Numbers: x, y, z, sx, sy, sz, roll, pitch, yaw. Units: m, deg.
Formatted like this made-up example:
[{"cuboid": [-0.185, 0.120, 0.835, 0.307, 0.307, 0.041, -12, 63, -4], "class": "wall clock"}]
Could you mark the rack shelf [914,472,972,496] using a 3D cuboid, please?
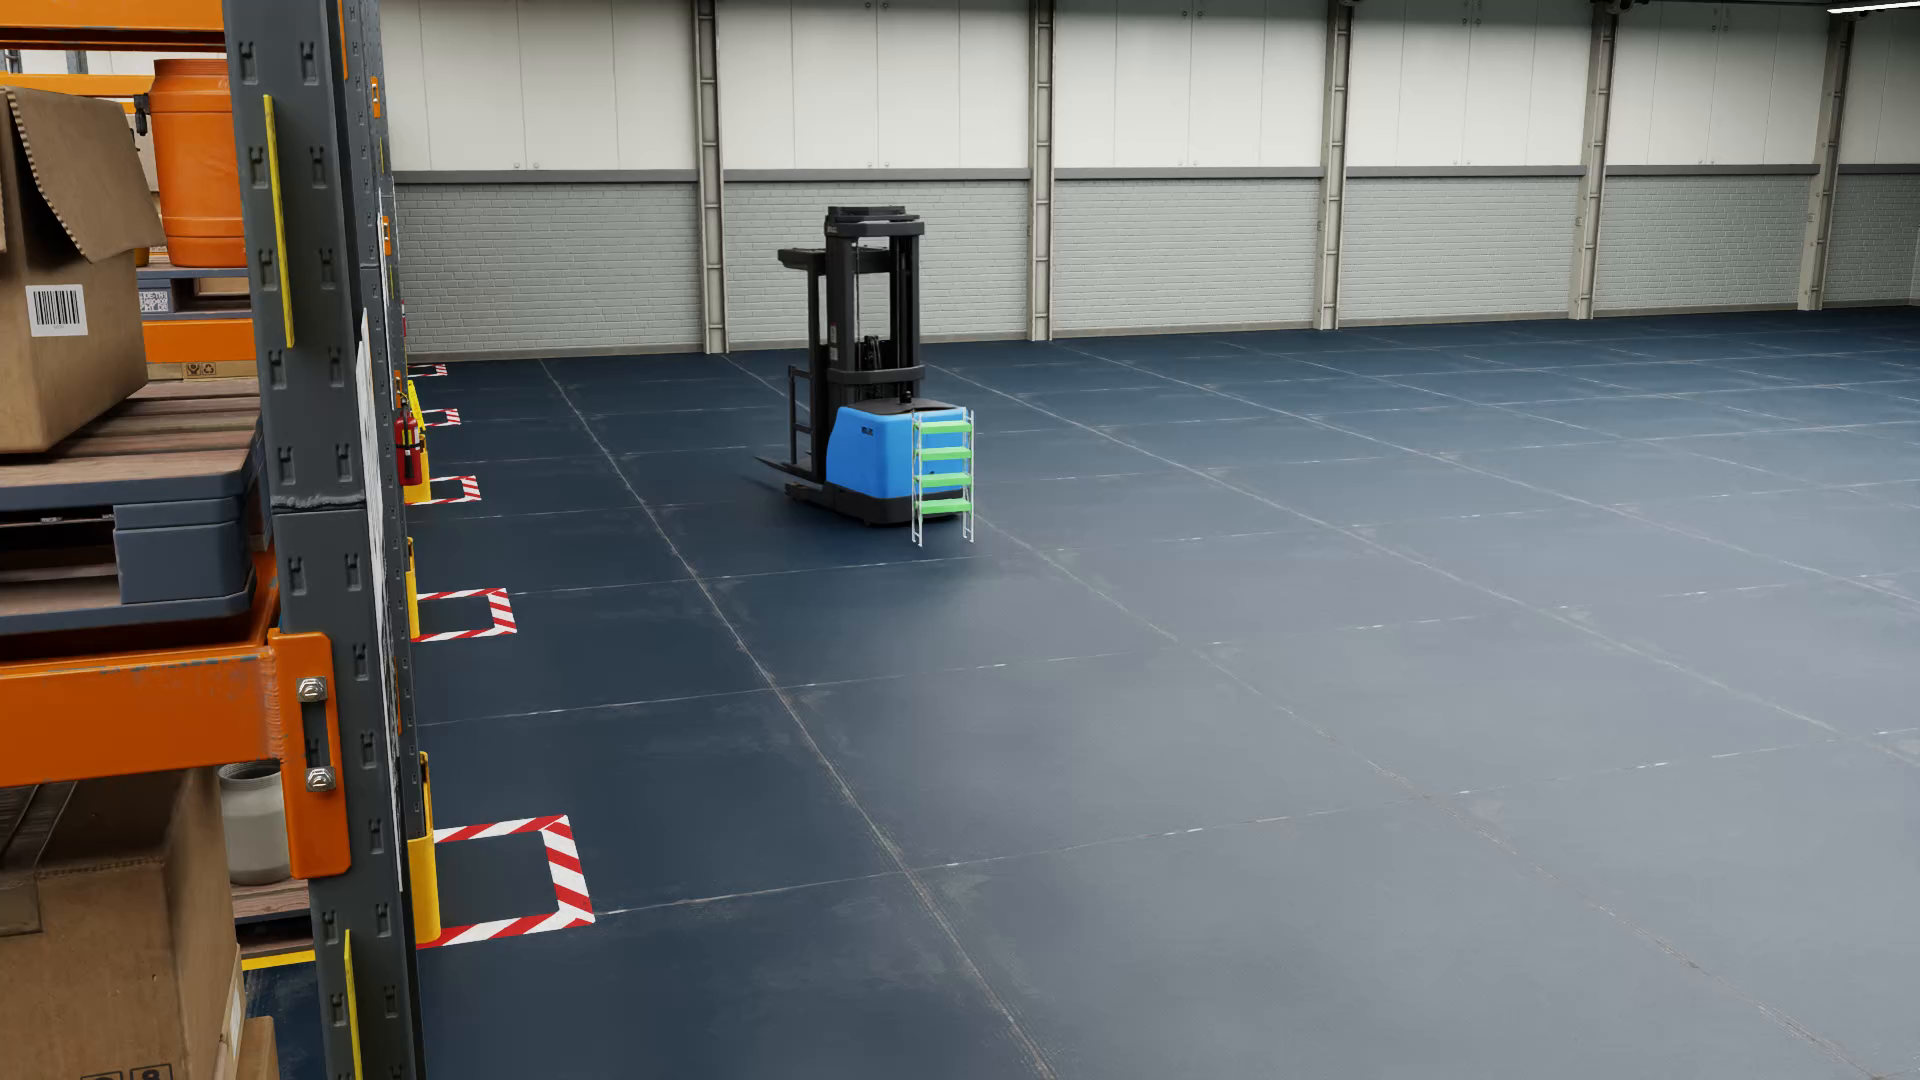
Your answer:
[{"cuboid": [-0.157, -0.509, 14.967, 0.480, 0.148, 0.258, -4, 14, -18], "class": "rack shelf"}]

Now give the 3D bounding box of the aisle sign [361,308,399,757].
[{"cuboid": [-1.099, -0.027, 3.156, 0.004, 0.787, 0.394, -4, 14, -18], "class": "aisle sign"}]

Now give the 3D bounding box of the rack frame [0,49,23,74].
[{"cuboid": [-11.171, -5.660, 19.492, 0.127, 3.000, 1.000, -4, 14, -18], "class": "rack frame"}]

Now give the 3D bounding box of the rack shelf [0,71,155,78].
[{"cuboid": [-9.276, -5.456, 20.196, 4.000, 0.370, 1.077, -4, 14, -18], "class": "rack shelf"}]

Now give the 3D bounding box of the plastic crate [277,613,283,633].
[{"cuboid": [-3.019, 0.398, 7.309, 0.616, 0.251, 0.499, -4, 14, -18], "class": "plastic crate"}]

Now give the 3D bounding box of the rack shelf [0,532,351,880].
[{"cuboid": [-2.959, 0.348, 2.270, 4.000, 0.370, 1.077, -4, 14, -18], "class": "rack shelf"}]

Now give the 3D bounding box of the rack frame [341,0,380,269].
[{"cuboid": [-2.640, -2.695, 7.028, 0.127, 3.000, 1.000, -4, 14, -18], "class": "rack frame"}]

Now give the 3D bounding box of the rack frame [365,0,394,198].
[{"cuboid": [-5.706, -4.877, 16.200, 0.127, 3.000, 1.000, -4, 14, -18], "class": "rack frame"}]

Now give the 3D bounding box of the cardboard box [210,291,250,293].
[{"cuboid": [-5.304, -1.527, 12.060, 0.500, 0.500, 0.500, -4, 14, -18], "class": "cardboard box"}]

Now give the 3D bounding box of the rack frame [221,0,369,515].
[{"cuboid": [-1.063, -1.609, 2.460, 0.127, 3.000, 1.000, -4, 14, -18], "class": "rack frame"}]

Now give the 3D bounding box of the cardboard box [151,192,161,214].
[{"cuboid": [-5.396, -2.302, 11.319, 0.250, 0.149, 0.380, -4, 14, -17], "class": "cardboard box"}]

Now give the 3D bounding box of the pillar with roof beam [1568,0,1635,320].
[{"cuboid": [14.206, -8.017, 29.401, 0.548, 9.000, 9.100, -4, 14, -18], "class": "pillar with roof beam"}]

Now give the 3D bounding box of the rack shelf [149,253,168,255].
[{"cuboid": [-6.115, -1.825, 11.405, 4.000, 0.370, 1.077, -4, 14, -18], "class": "rack shelf"}]

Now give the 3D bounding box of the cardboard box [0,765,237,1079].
[{"cuboid": [-1.560, 0.666, 2.843, 0.500, 0.500, 0.700, -4, 14, -18], "class": "cardboard box"}]

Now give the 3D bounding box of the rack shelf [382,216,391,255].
[{"cuboid": [-7.601, -2.920, 16.010, 4.000, 0.370, 1.077, -4, 14, -18], "class": "rack shelf"}]

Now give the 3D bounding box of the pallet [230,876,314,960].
[{"cuboid": [-3.468, 1.654, 7.731, 1.213, 0.211, 1.003, -4, 14, -18], "class": "pallet"}]

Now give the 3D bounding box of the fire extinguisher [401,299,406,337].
[{"cuboid": [-7.125, -2.906, 21.047, 0.183, 0.674, 0.296, -4, 14, -18], "class": "fire extinguisher"}]

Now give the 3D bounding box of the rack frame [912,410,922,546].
[{"cuboid": [-0.388, -0.553, 14.877, 0.015, 1.200, 0.240, -4, 14, -18], "class": "rack frame"}]

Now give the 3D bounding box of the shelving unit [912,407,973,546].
[{"cuboid": [-0.157, -0.571, 14.953, 0.503, 1.200, 0.258, -4, 14, -18], "class": "shelving unit"}]

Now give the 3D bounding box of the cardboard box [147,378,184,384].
[{"cuboid": [-5.673, -0.931, 11.717, 0.500, 0.500, 0.875, -4, 14, -18], "class": "cardboard box"}]

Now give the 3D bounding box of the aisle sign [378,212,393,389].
[{"cuboid": [-2.665, -1.111, 7.714, 0.004, 0.787, 0.394, -4, 14, -18], "class": "aisle sign"}]

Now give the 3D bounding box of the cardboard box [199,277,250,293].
[{"cuboid": [-7.136, -2.466, 16.368, 0.550, 0.550, 0.875, -4, 14, -18], "class": "cardboard box"}]

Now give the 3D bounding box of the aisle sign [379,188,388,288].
[{"cuboid": [-4.256, -2.198, 12.285, 0.004, 0.787, 0.394, -4, 14, -18], "class": "aisle sign"}]

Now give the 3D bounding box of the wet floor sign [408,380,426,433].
[{"cuboid": [-6.859, -1.671, 20.772, 0.232, 0.644, 0.267, 0, 13, 1], "class": "wet floor sign"}]

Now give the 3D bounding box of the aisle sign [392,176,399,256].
[{"cuboid": [-5.734, -3.294, 16.892, 0.004, 0.787, 0.394, -4, 14, -18], "class": "aisle sign"}]

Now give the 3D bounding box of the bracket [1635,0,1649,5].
[{"cuboid": [13.339, -10.665, 32.755, 0.430, 0.232, 0.235, -4, 14, -18], "class": "bracket"}]

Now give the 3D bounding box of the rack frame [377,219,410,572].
[{"cuboid": [-4.219, -0.863, 12.290, 0.127, 3.000, 1.000, -4, 14, -18], "class": "rack frame"}]

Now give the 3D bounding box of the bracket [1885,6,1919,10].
[{"cuboid": [20.712, -11.239, 35.169, 3.189, 0.066, 0.076, -4, 14, -18], "class": "bracket"}]

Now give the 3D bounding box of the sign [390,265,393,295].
[{"cuboid": [-5.546, -2.517, 16.228, 0.005, 0.325, 0.100, -4, 14, -18], "class": "sign"}]

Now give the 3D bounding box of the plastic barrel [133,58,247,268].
[{"cuboid": [-3.060, -1.586, 7.009, 0.708, 0.830, 0.600, -4, 14, -18], "class": "plastic barrel"}]

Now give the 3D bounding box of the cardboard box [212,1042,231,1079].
[{"cuboid": [-1.365, 1.016, 2.773, 0.250, 0.149, 0.380, -5, 14, -19], "class": "cardboard box"}]

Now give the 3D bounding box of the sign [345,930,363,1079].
[{"cuboid": [-0.904, 0.751, 2.488, 0.005, 0.325, 0.100, -4, 14, -18], "class": "sign"}]

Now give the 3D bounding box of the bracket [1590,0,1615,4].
[{"cuboid": [12.552, -10.604, 32.498, 0.430, 0.232, 0.235, -4, 14, -18], "class": "bracket"}]

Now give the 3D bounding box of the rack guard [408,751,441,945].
[{"cuboid": [-2.697, 1.455, 7.945, 0.348, 0.500, 1.175, -4, 14, -18], "class": "rack guard"}]

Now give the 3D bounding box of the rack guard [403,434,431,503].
[{"cuboid": [-5.683, -0.744, 17.191, 0.348, 0.500, 1.175, -4, 14, -18], "class": "rack guard"}]

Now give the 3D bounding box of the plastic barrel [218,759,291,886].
[{"cuboid": [-3.239, 1.294, 7.687, 0.421, 0.512, 0.421, 0, 13, 0], "class": "plastic barrel"}]

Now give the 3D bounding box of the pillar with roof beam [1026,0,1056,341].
[{"cuboid": [2.832, -7.131, 25.677, 0.400, 9.000, 9.100, -4, 14, -18], "class": "pillar with roof beam"}]

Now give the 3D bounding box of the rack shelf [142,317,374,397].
[{"cuboid": [-4.535, -0.739, 6.838, 4.000, 0.370, 1.077, -4, 14, -18], "class": "rack shelf"}]

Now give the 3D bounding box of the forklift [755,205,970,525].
[{"cuboid": [-1.119, -1.855, 16.606, 1.130, 2.935, 3.031, -8, 16, -32], "class": "forklift"}]

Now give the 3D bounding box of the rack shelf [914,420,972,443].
[{"cuboid": [-0.157, -0.976, 14.856, 0.480, 0.148, 0.258, -4, 14, -18], "class": "rack shelf"}]

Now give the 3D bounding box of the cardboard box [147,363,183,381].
[{"cuboid": [-5.609, -1.374, 11.416, 0.500, 0.500, 0.500, -4, 14, -18], "class": "cardboard box"}]

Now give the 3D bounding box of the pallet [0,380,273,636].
[{"cuboid": [-1.742, -0.060, 2.622, 1.213, 0.211, 1.003, -4, 14, -18], "class": "pallet"}]

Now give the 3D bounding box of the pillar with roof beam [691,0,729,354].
[{"cuboid": [-2.854, -6.689, 23.816, 0.400, 9.000, 9.100, -4, 14, -18], "class": "pillar with roof beam"}]
